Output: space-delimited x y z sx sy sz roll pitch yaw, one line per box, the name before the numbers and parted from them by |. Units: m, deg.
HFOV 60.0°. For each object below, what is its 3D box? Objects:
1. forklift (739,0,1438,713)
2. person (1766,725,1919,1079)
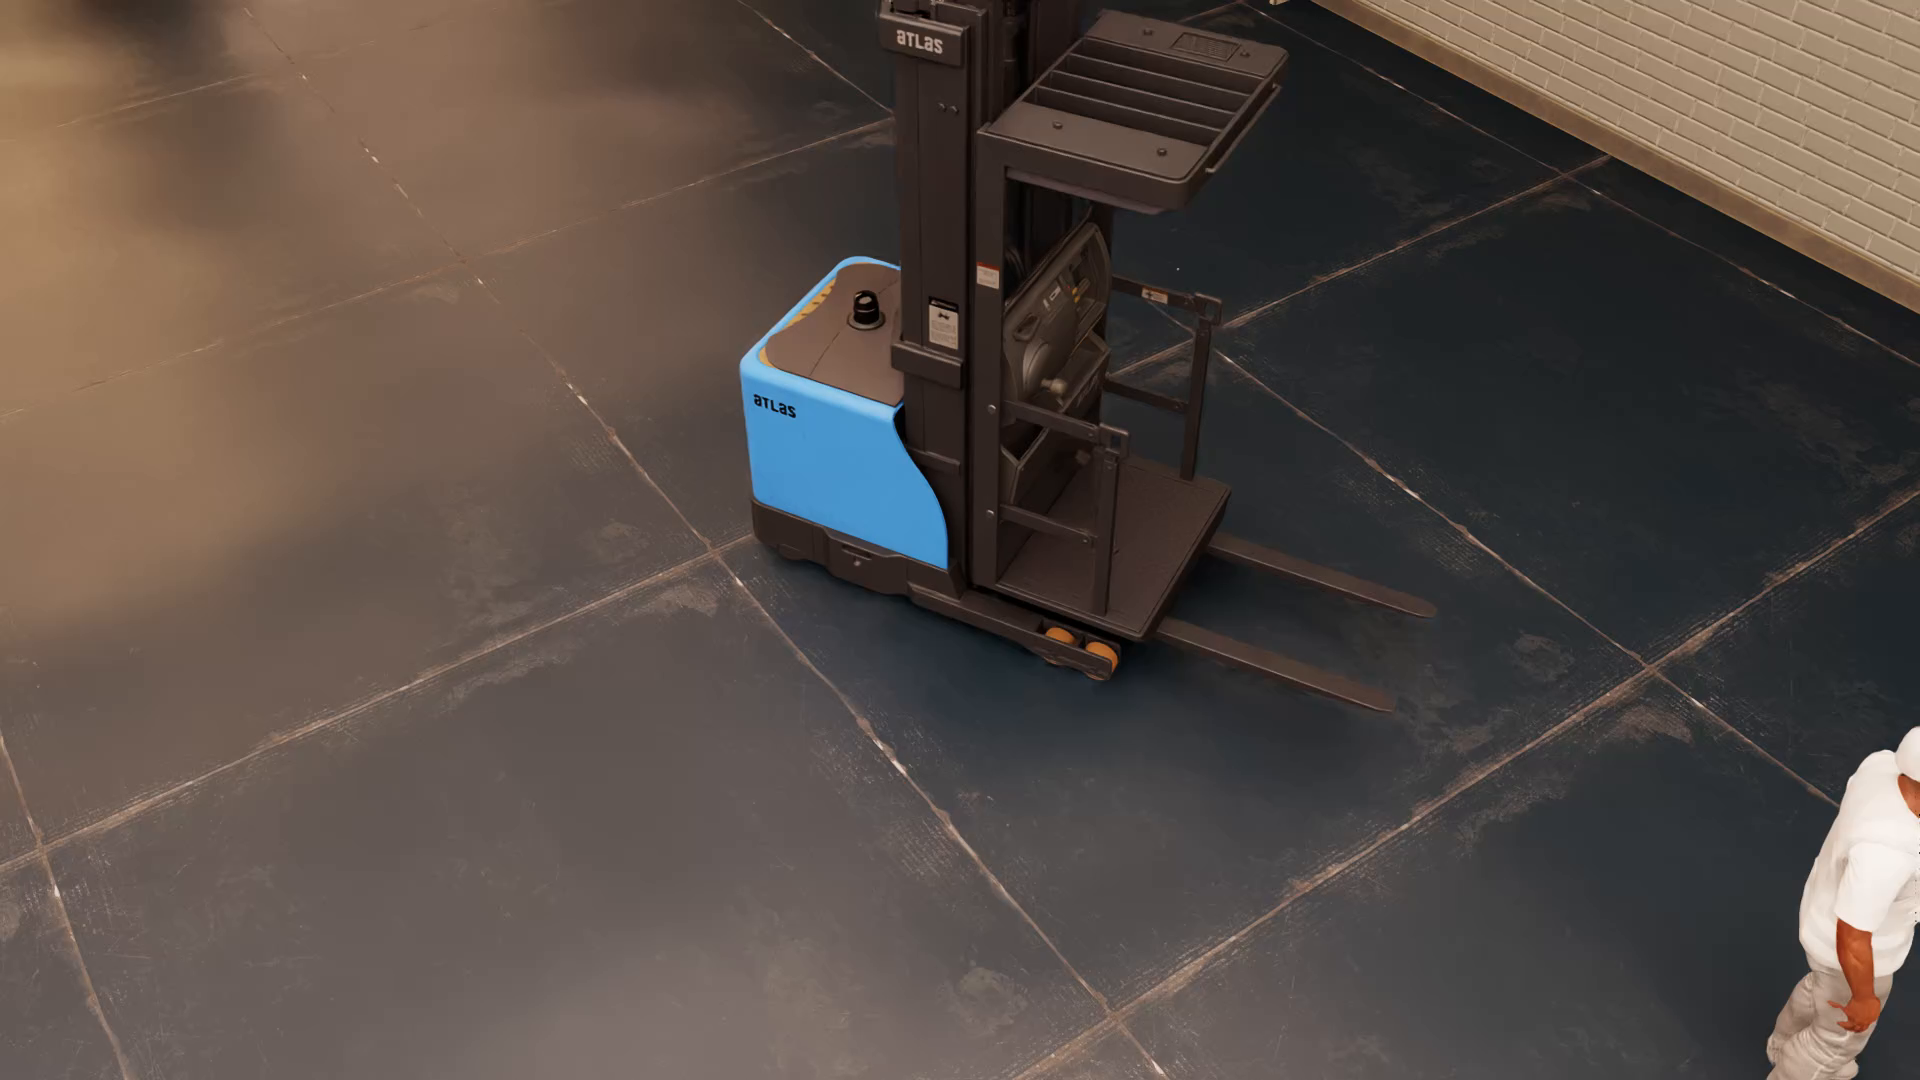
forklift | 0.580 -0.884 6.675 3.031 2.935 1.130 19 46 20
person | 2.870 1.241 5.237 0.492 1.778 0.661 19 46 19
